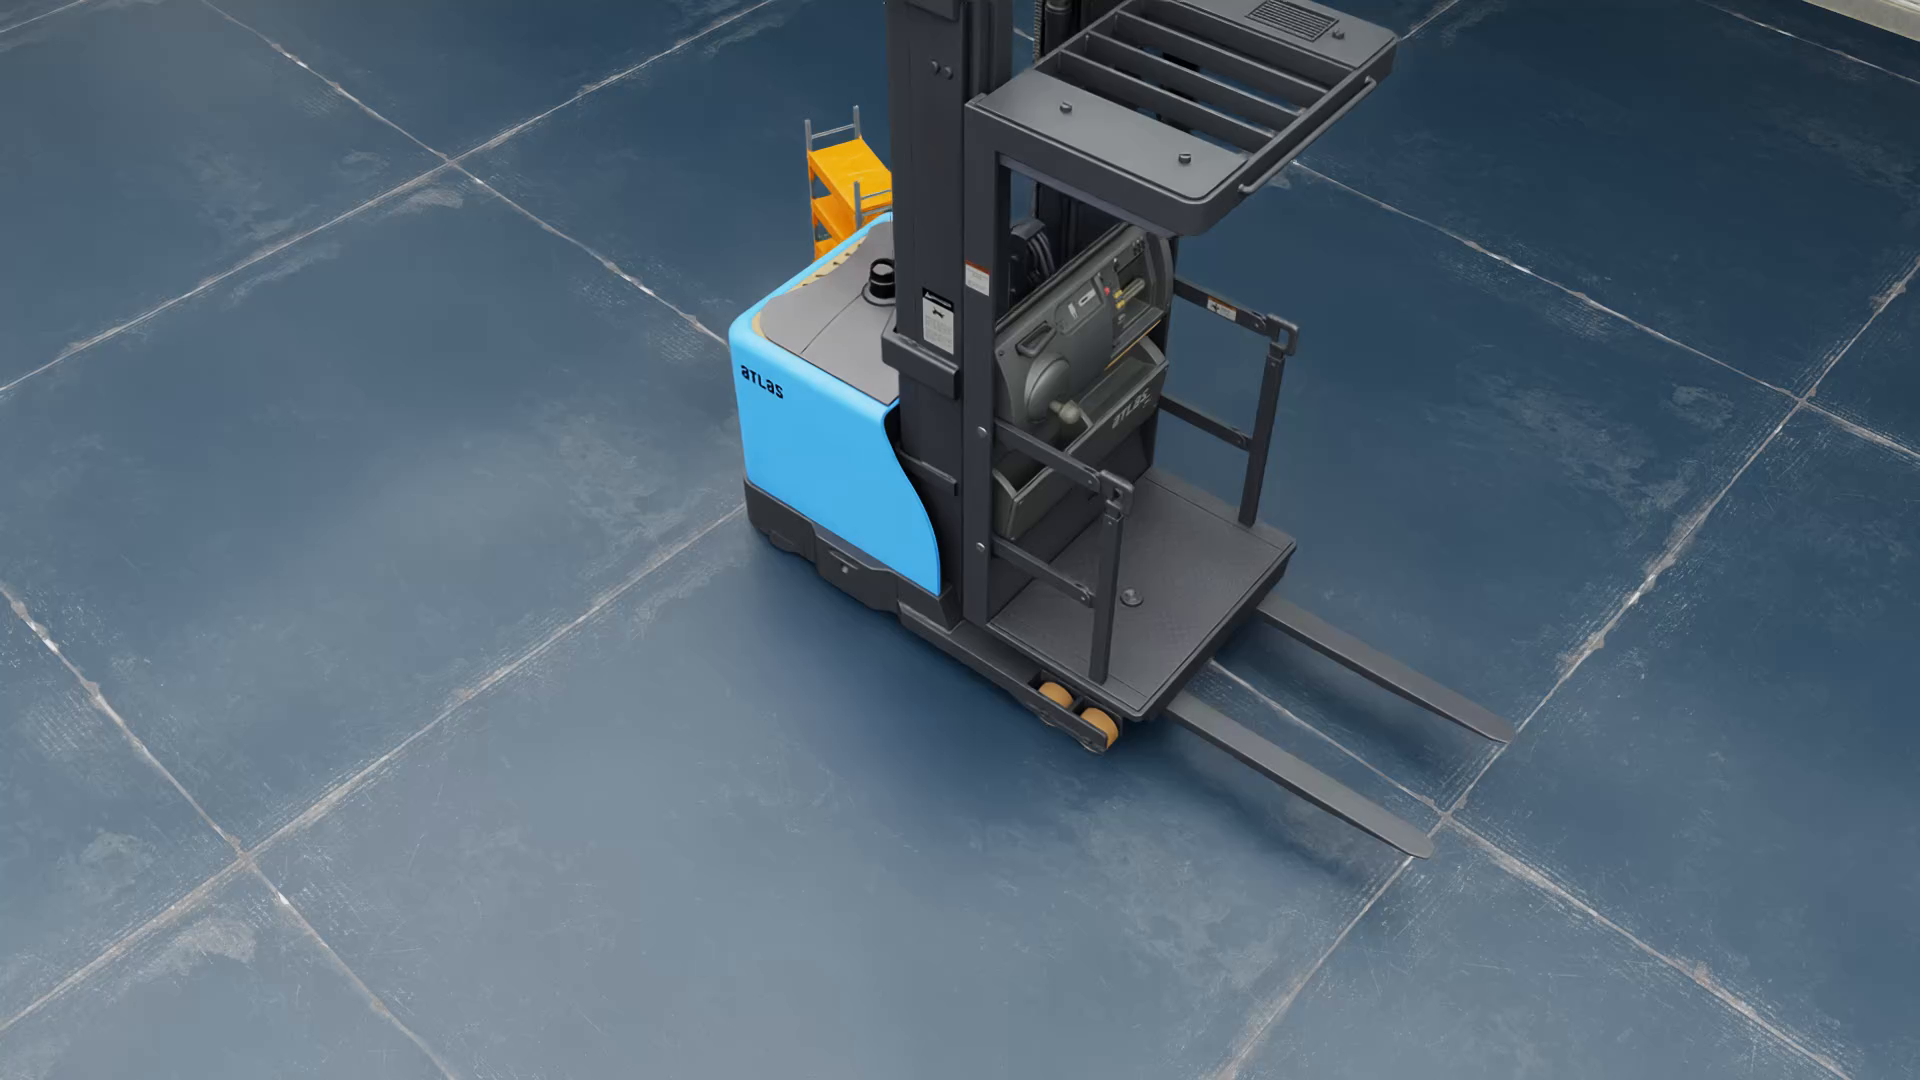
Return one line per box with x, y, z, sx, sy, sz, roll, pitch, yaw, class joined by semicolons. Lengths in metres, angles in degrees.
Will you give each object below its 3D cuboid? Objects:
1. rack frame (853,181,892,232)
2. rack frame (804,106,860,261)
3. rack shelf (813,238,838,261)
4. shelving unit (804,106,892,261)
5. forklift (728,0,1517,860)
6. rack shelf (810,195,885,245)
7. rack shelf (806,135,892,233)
-0.309;-1.032;7.004;0.240;1.200;0.015;-20;50;-18;rack frame
-0.530;-1.349;7.302;0.240;1.200;0.015;-20;50;-18;rack frame
-0.419;-1.145;7.202;0.258;0.148;0.480;-20;50;-18;rack shelf
-0.419;-1.191;7.153;0.258;1.200;0.503;-20;50;-18;shelving unit
0.591;-0.664;5.471;3.031;2.935;1.130;30;54;25;forklift
-0.419;-1.298;7.039;0.258;0.148;0.480;-20;50;-18;rack shelf
-0.419;-1.460;6.867;0.258;0.148;0.480;-20;50;-18;rack shelf
